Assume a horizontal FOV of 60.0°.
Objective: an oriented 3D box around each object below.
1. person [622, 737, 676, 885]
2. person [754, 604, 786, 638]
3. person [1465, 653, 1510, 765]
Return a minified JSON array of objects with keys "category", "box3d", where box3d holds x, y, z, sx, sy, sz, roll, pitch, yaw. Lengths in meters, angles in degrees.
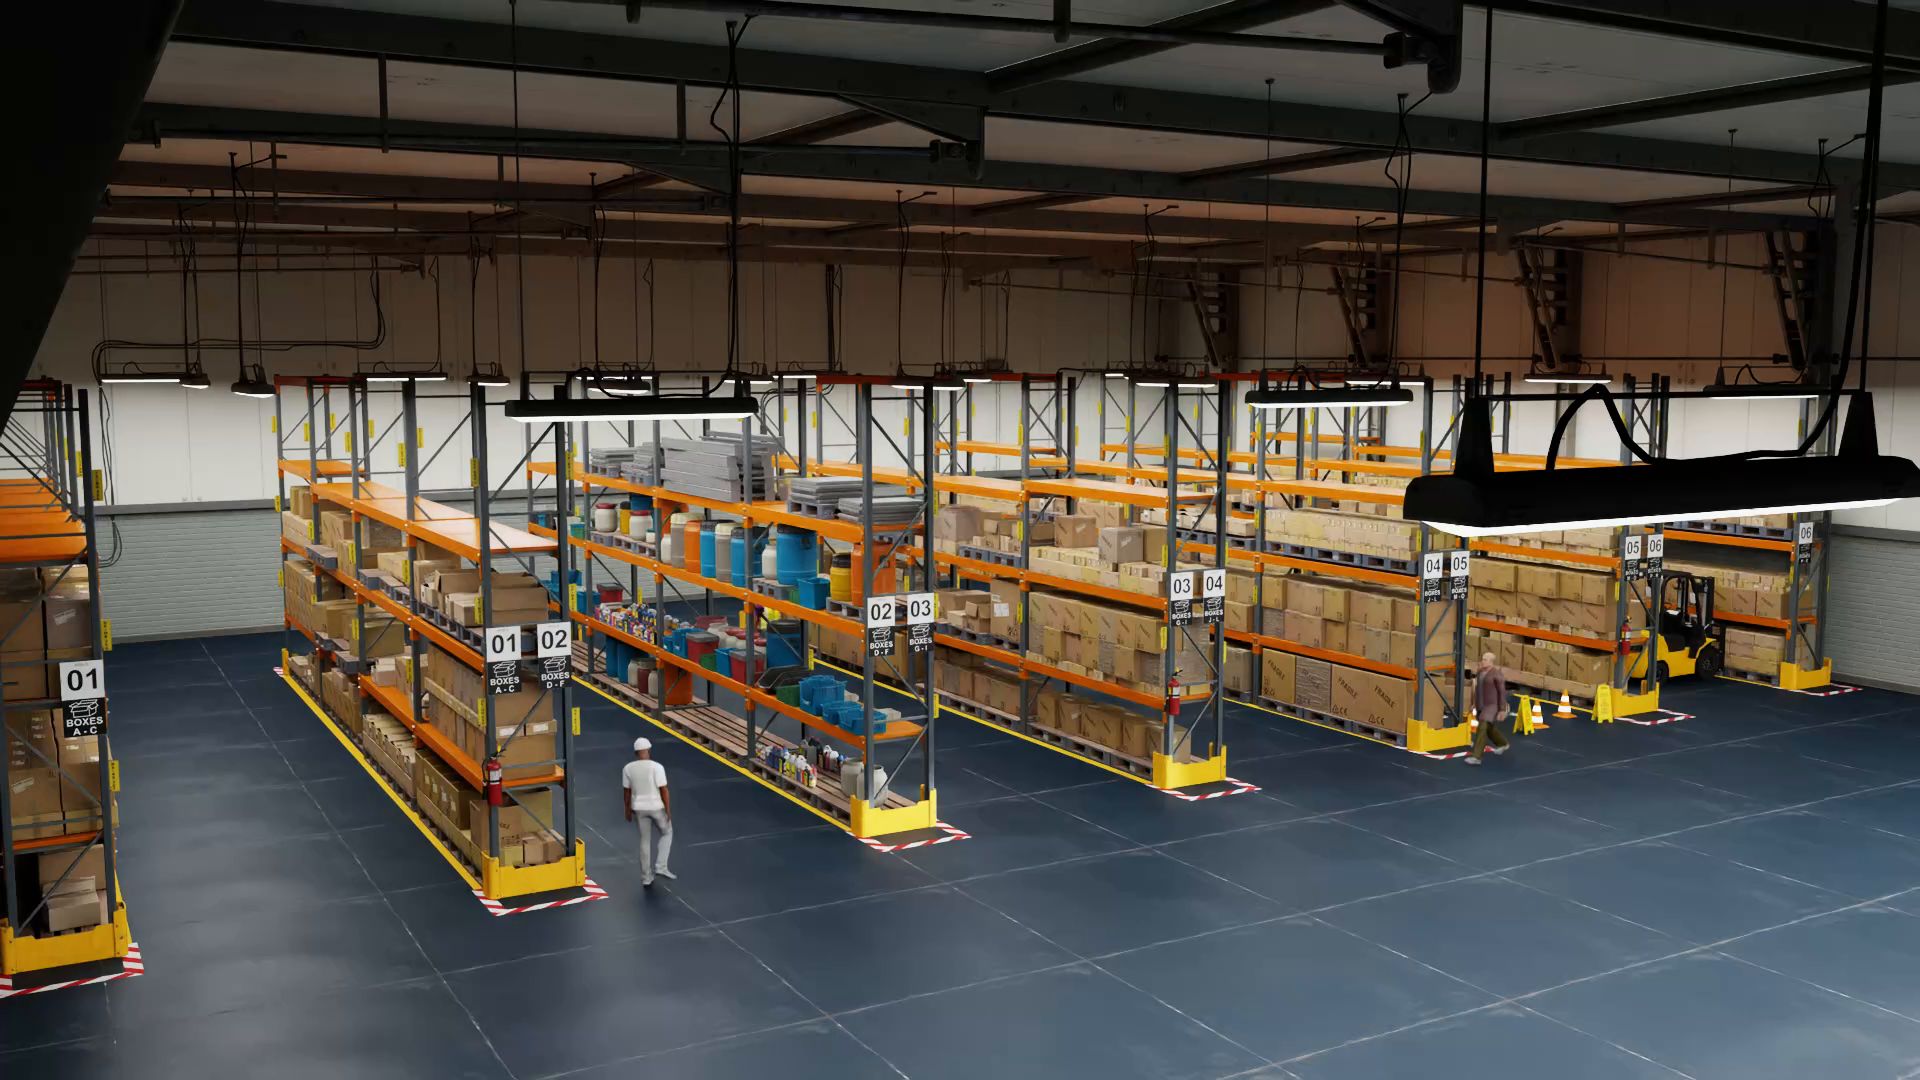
[{"category":"person","box3d":[-3.766,3.251,20.077,0.646,1.744,0.505,1,6,7]},{"category":"person","box3d":[-3.789,1.785,33.590,0.622,1.697,1.092,-4,8,-35]},{"category":"person","box3d":[8.290,2.617,26.029,1.144,1.731,0.581,-4,7,-29]}]
